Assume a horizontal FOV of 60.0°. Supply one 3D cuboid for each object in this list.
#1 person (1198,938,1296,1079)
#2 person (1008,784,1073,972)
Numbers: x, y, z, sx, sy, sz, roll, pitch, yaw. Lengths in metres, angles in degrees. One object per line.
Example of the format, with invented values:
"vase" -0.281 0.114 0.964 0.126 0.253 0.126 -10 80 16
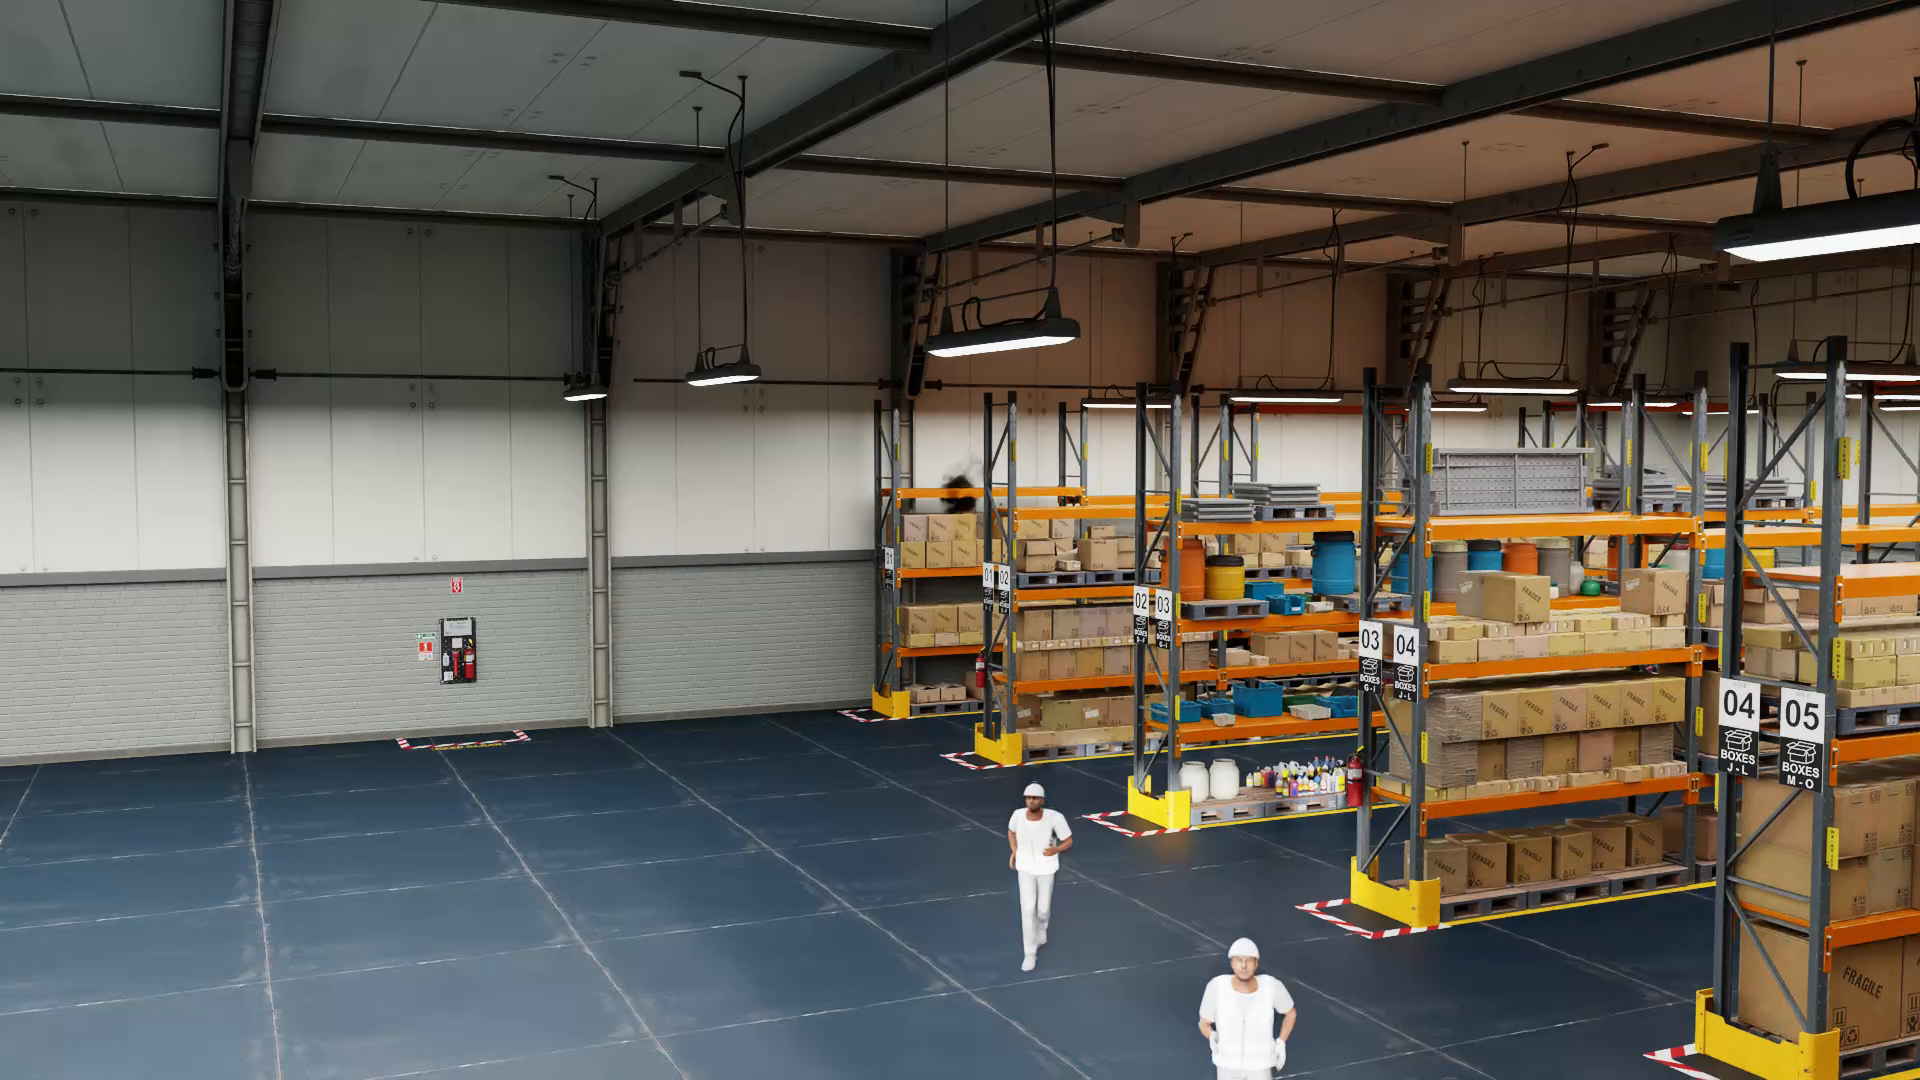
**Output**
"person" 1.953 3.612 11.385 0.656 1.743 0.629 1 3 14
"person" 0.790 3.310 16.629 0.682 1.780 0.915 1 3 10
